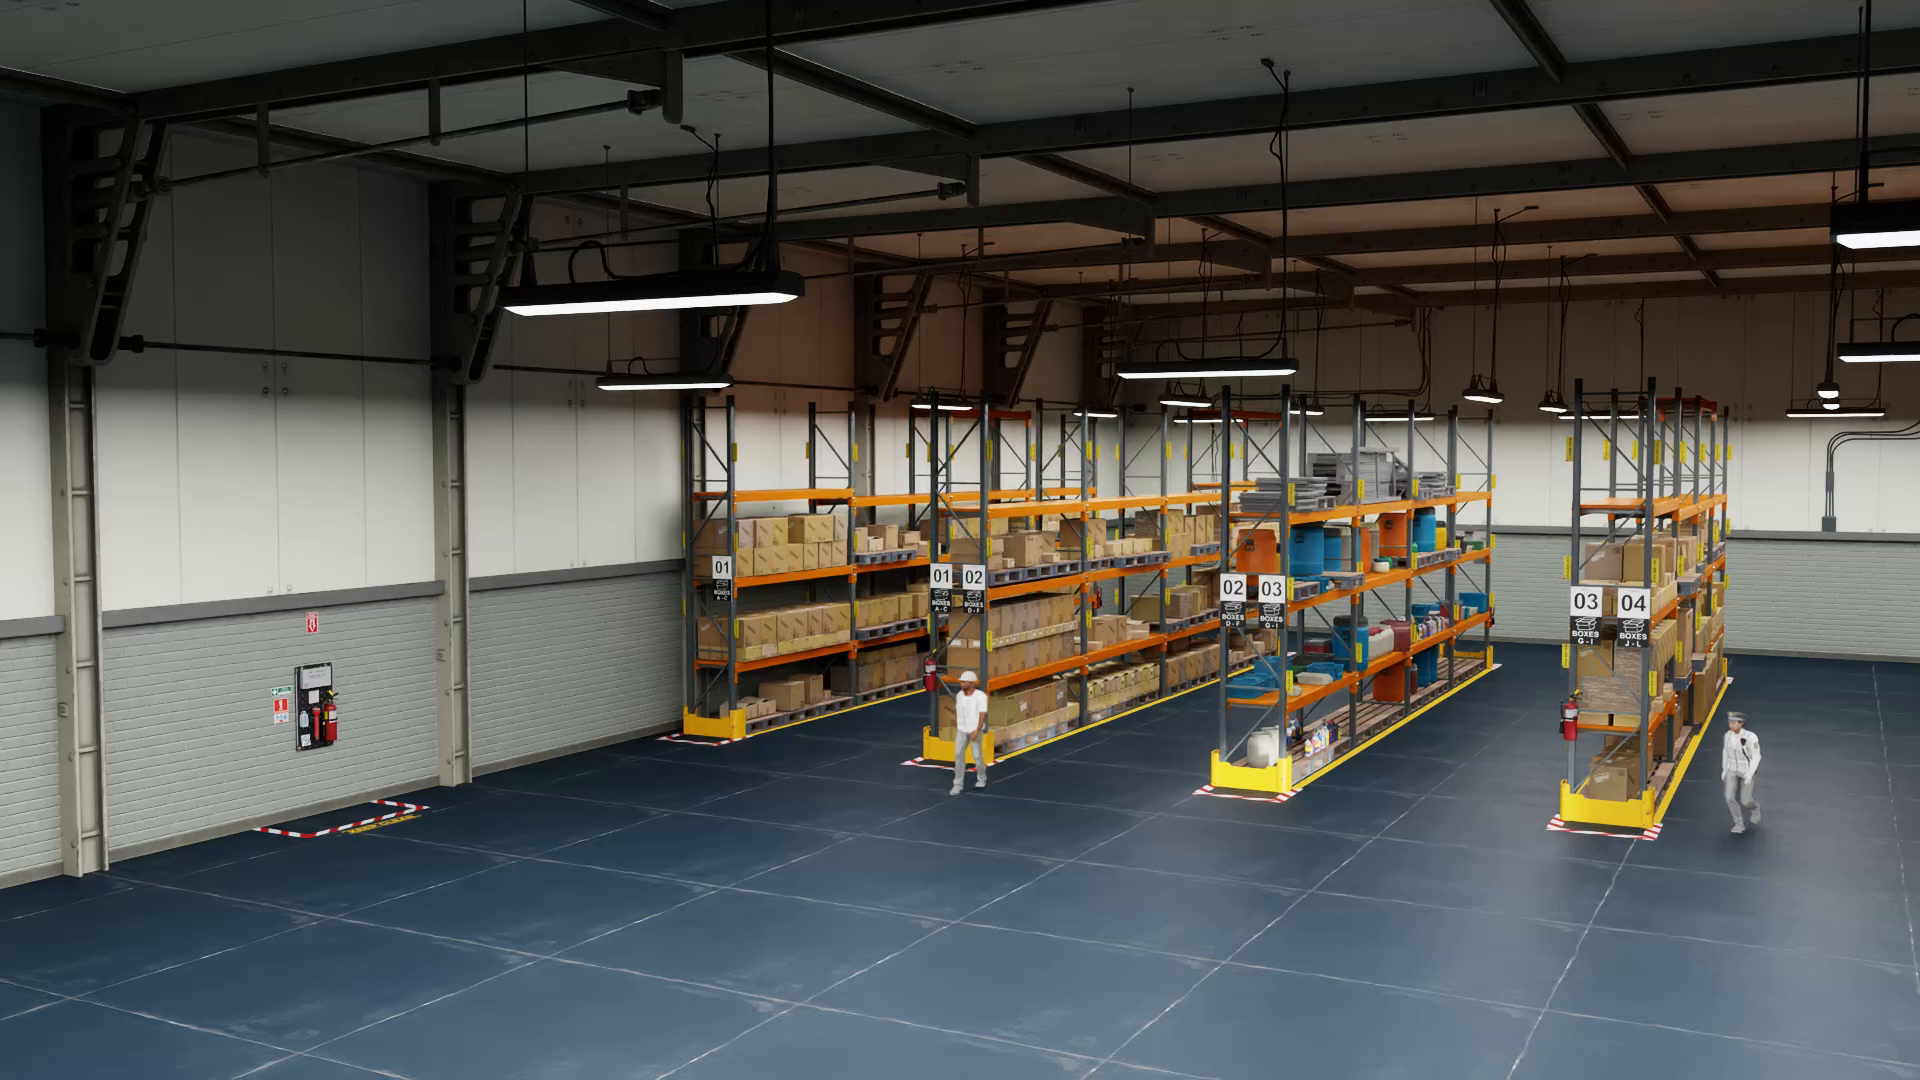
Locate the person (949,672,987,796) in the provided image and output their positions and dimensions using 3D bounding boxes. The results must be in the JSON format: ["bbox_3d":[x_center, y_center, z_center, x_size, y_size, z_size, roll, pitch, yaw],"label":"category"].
[{"bbox_3d":[0.115,2.835,24.550,0.589,1.777,0.814,2,4,31],"label":"person"}]

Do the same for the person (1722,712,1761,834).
[{"bbox_3d":[10.380,3.057,22.081,0.680,1.585,0.533,-3,4,-41],"label":"person"}]
